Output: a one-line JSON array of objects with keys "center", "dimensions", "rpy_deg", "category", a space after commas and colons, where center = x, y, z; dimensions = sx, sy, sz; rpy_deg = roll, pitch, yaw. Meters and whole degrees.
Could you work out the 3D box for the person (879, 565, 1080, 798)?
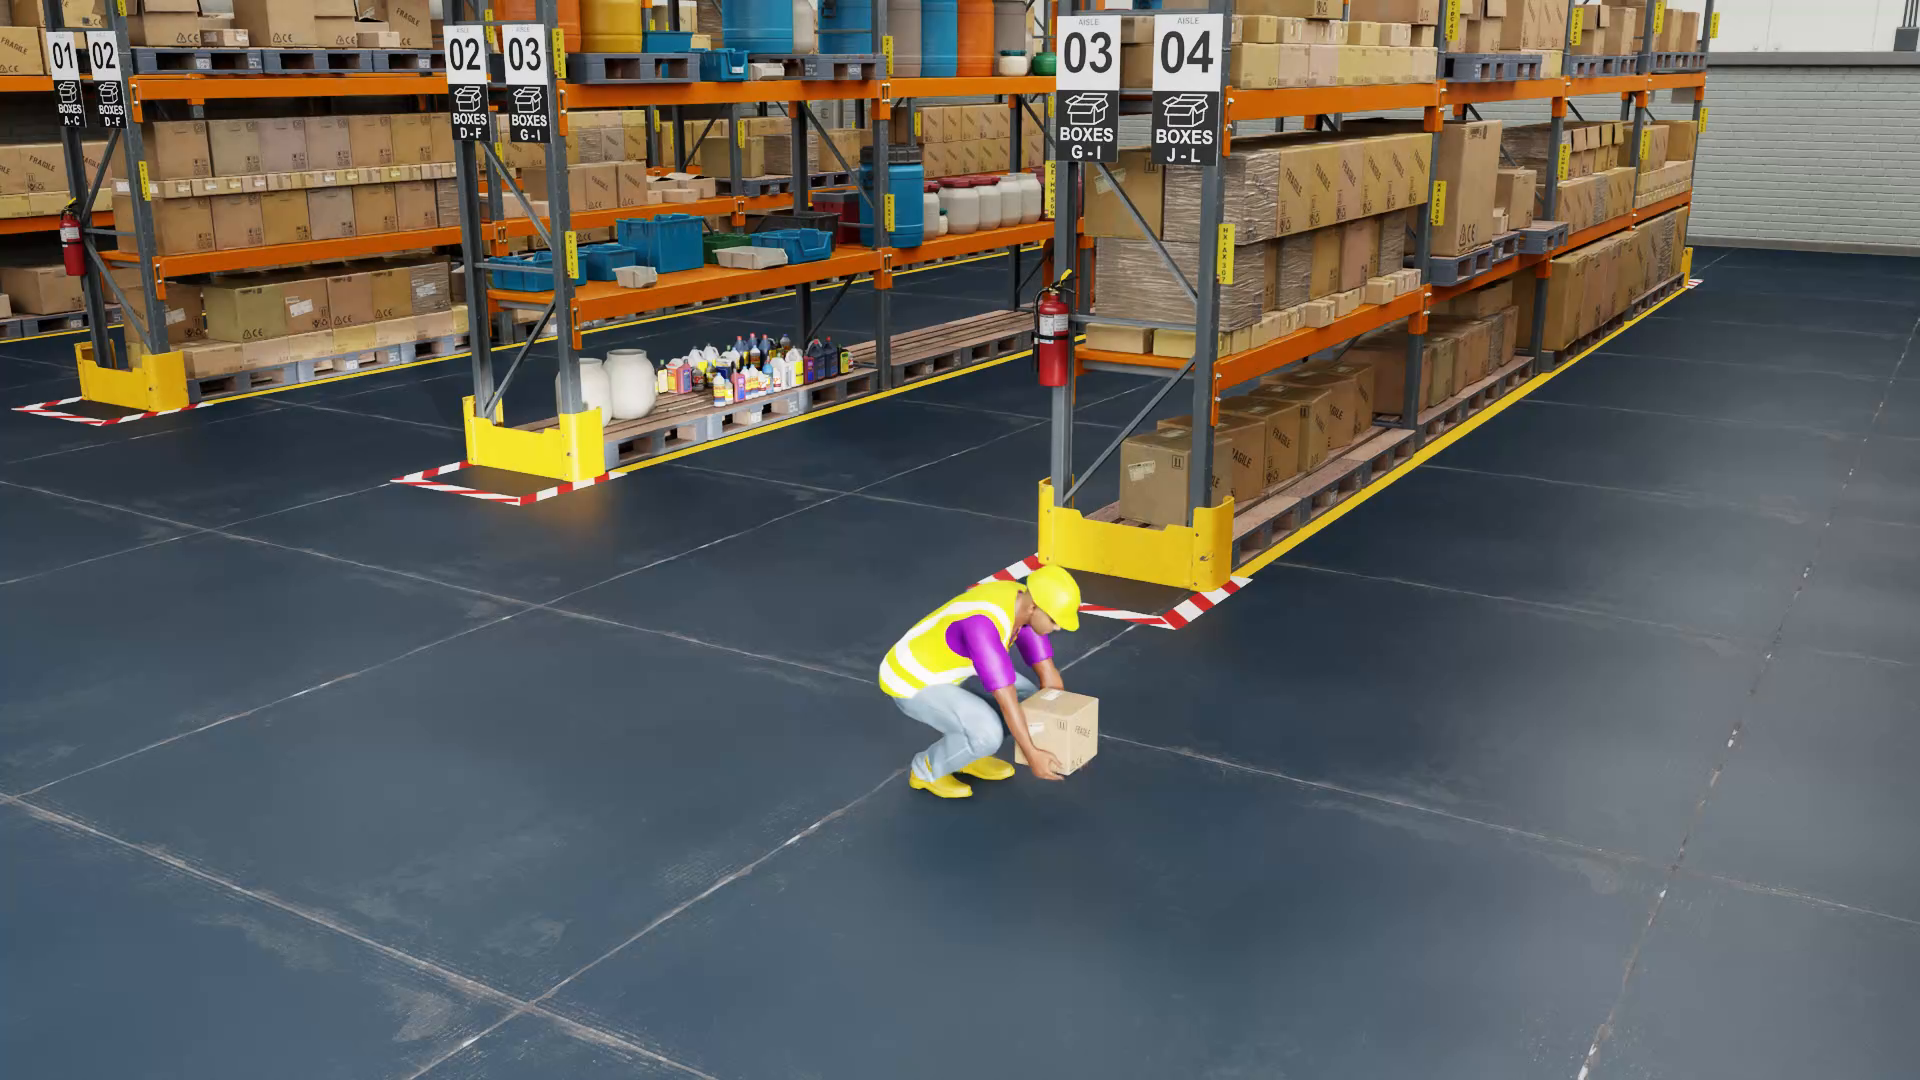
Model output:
[{"center": [0.124, 0.557, 6.936], "dimensions": [0.897, 1.012, 0.546], "rpy_deg": [9, 18, 29], "category": "person"}]
